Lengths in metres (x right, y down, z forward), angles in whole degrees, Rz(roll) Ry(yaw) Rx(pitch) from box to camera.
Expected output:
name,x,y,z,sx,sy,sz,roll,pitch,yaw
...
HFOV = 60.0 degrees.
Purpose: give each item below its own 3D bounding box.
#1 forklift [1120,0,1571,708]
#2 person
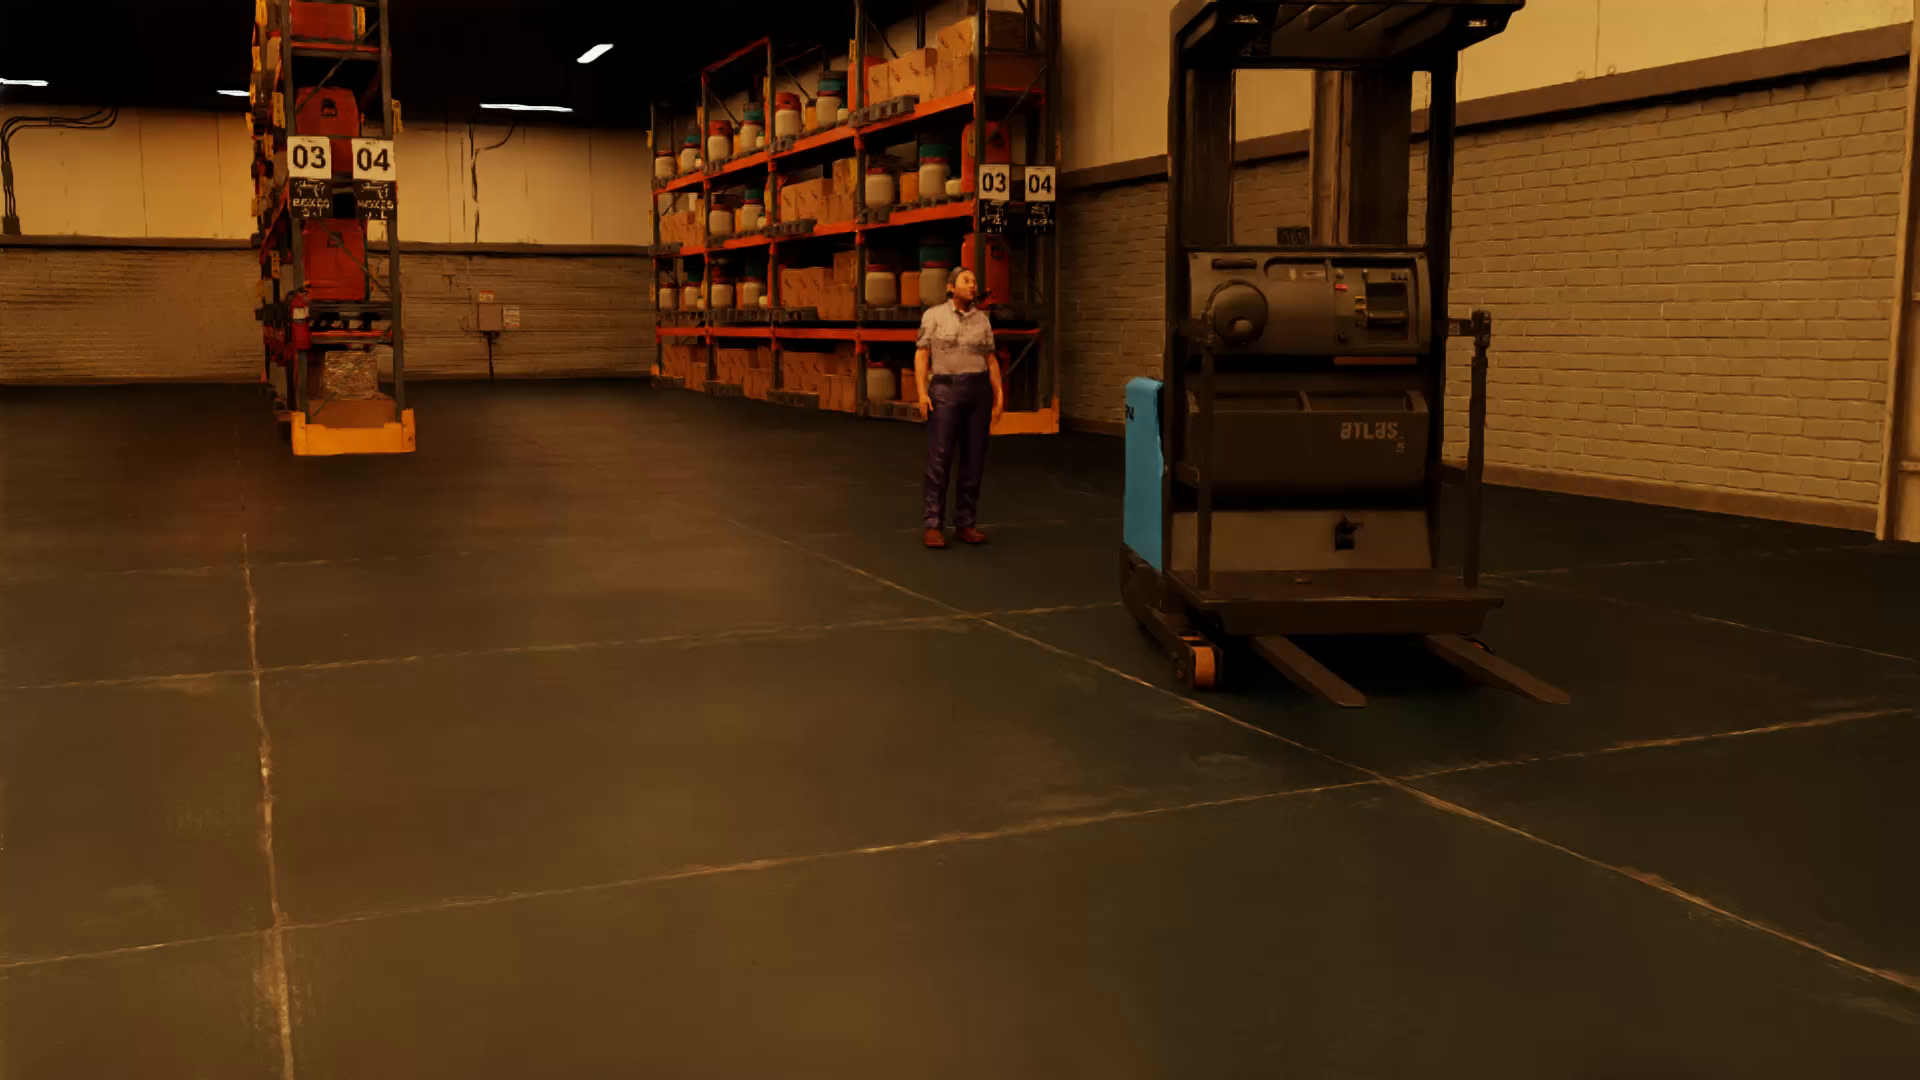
name,x,y,z,sx,sy,sz,roll,pitch,yaw
forklift,1.354,-0.953,6.164,1.130,2.935,3.031,0,8,-4
person,0.015,-0.812,9.954,0.599,1.650,0.502,-3,8,-23
